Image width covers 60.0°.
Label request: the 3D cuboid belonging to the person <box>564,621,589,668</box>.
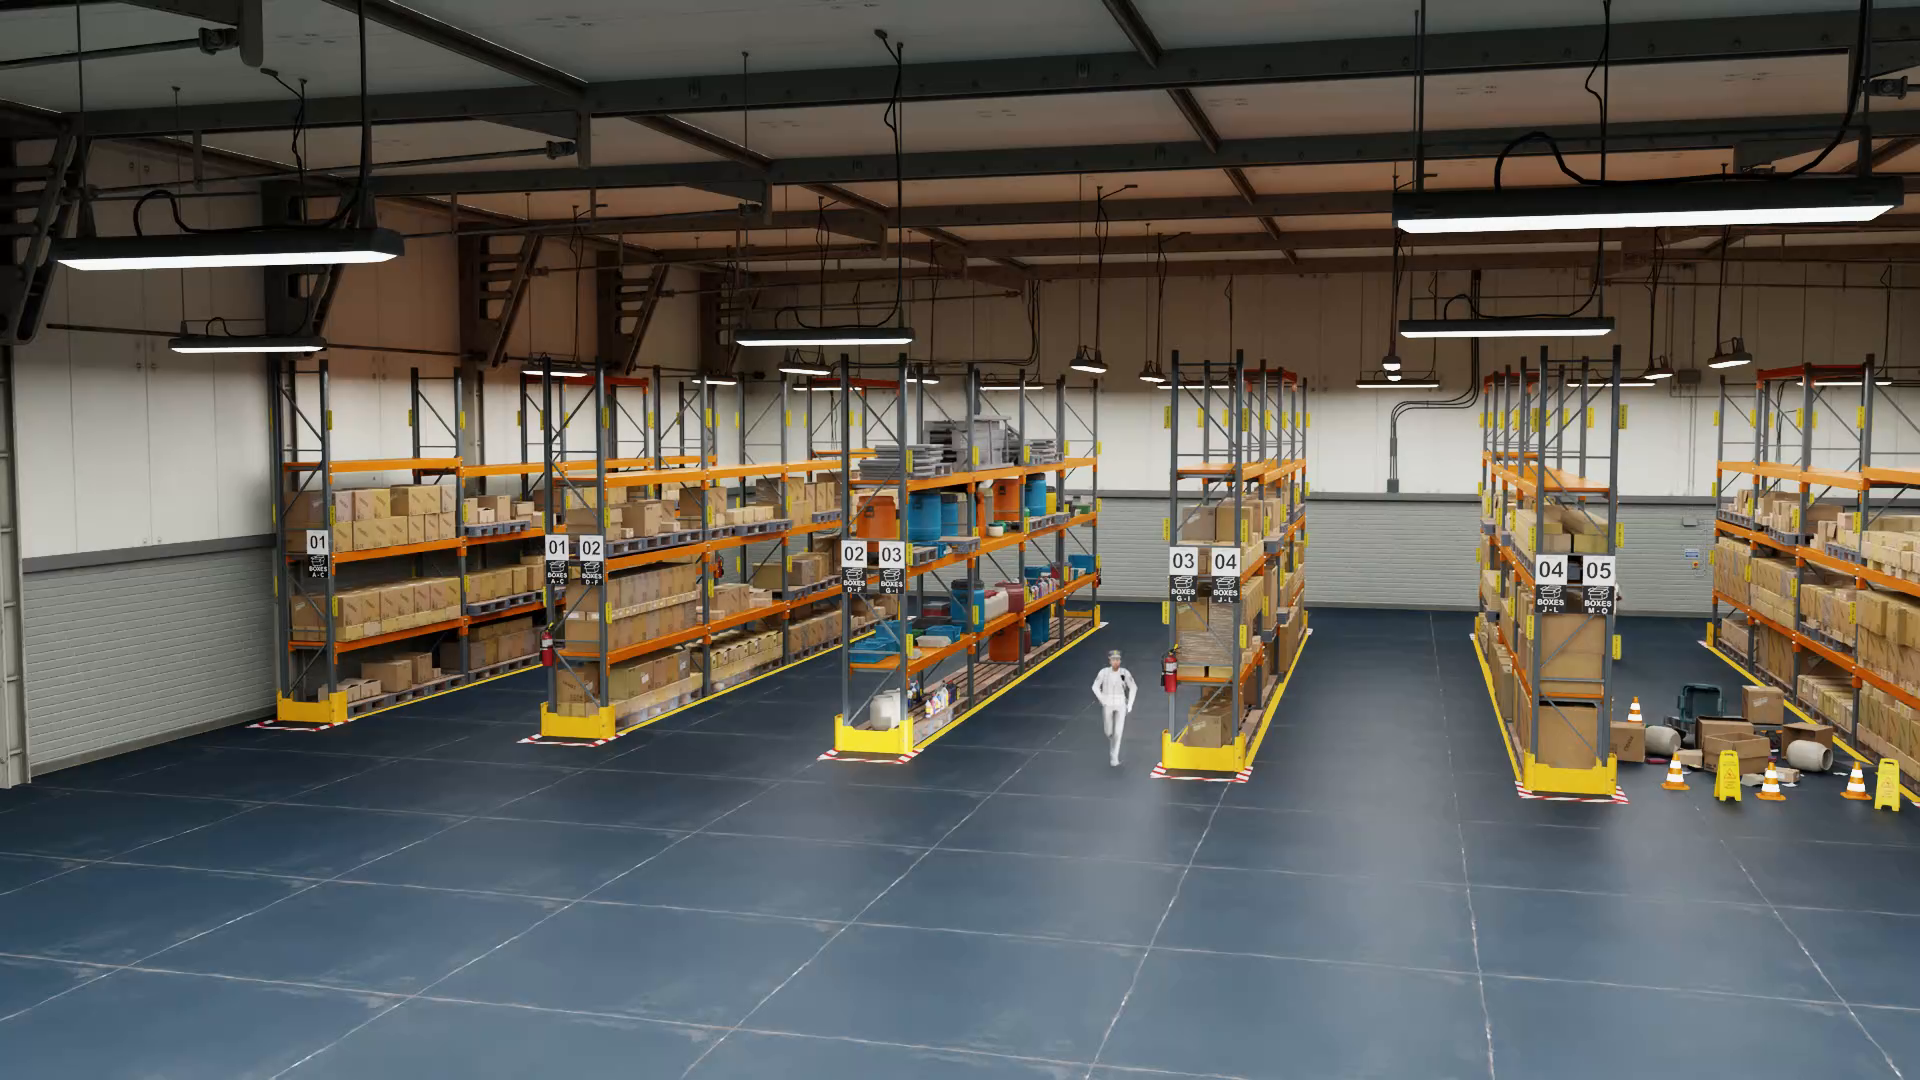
[{"bbox_3d":[-7.121,1.877,31.387,0.770,1.721,0.526,0,4,2],"label":"person"}]

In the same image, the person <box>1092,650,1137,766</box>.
[{"bbox_3d":[2.239,2.436,24.400,0.600,1.681,0.608,1,4,9],"label":"person"}]

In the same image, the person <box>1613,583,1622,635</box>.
[{"bbox_3d":[13.831,1.575,35.542,0.651,1.836,0.854,1,4,7],"label":"person"}]
